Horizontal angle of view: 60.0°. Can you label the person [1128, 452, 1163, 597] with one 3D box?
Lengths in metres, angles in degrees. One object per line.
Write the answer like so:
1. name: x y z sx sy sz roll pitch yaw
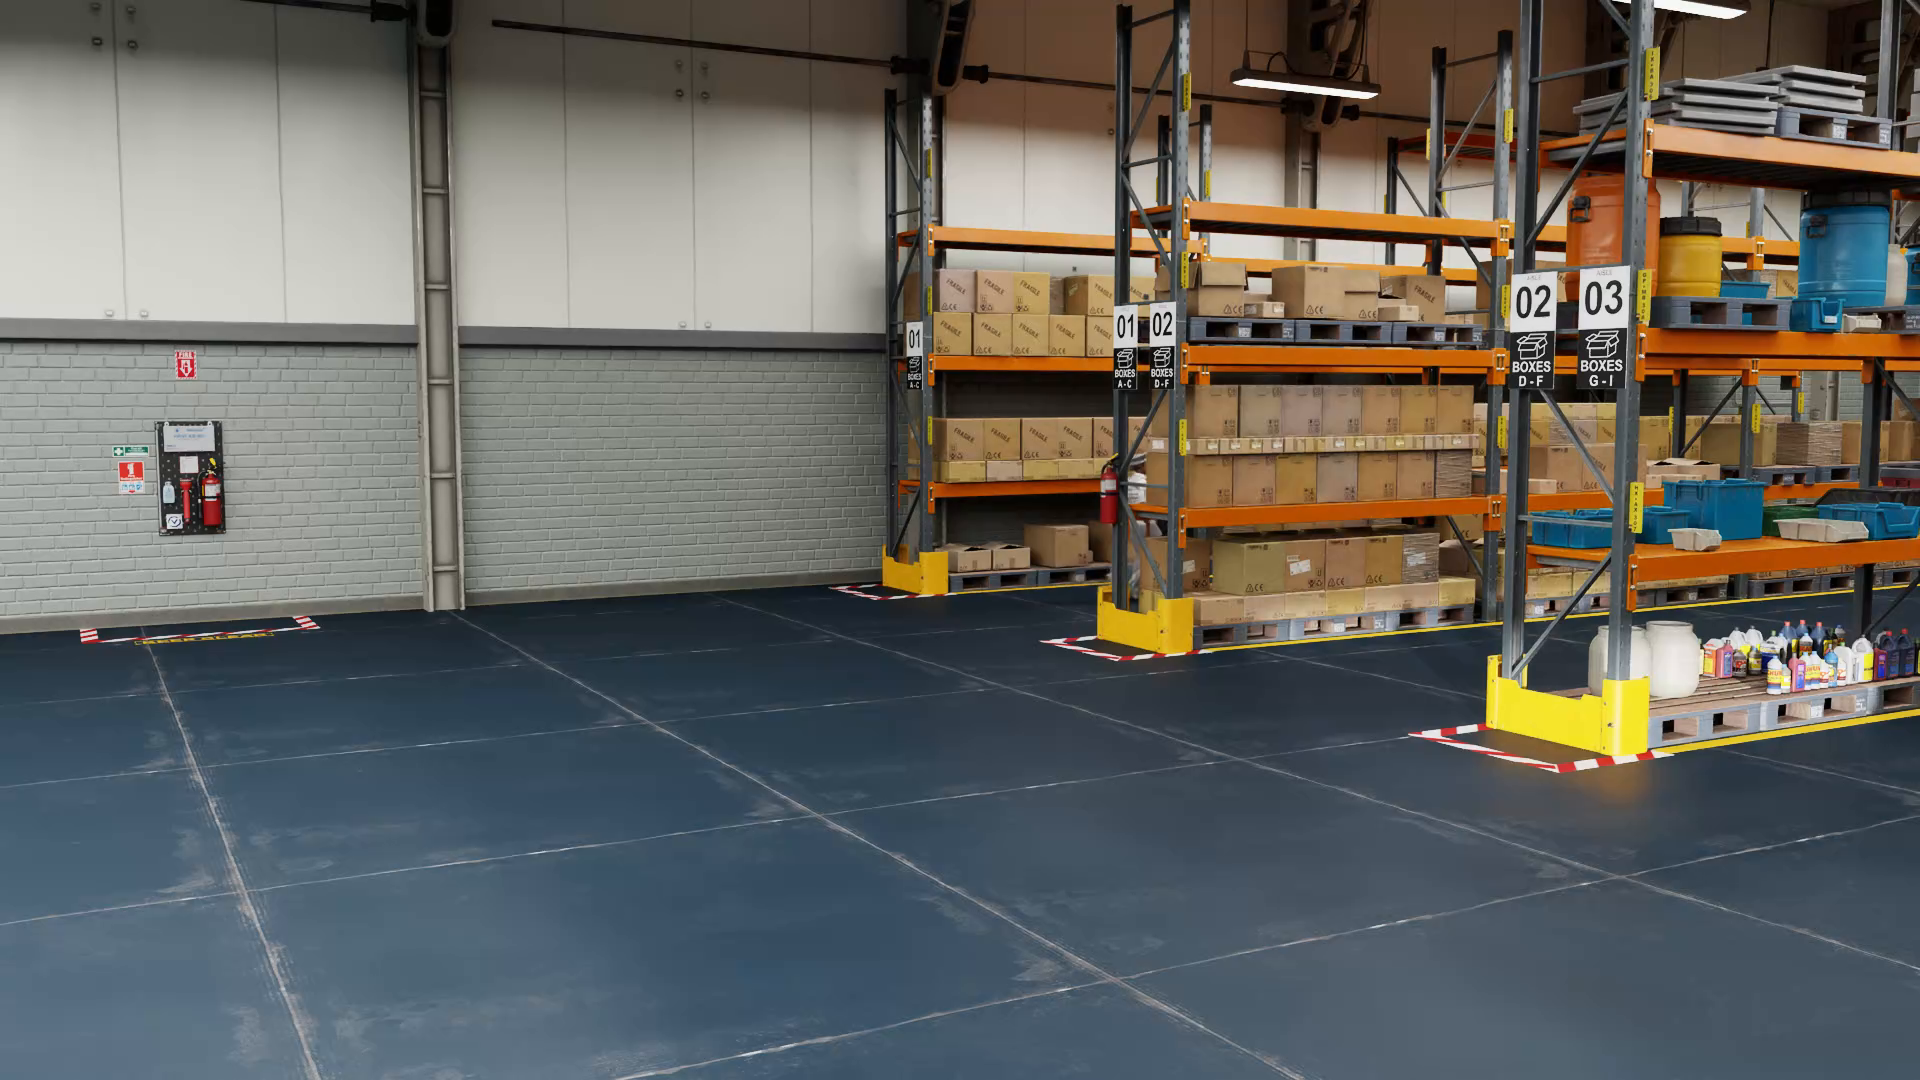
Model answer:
1. person: 2.116 -0.167 19.003 0.442 1.687 0.456 -2 5 -20
